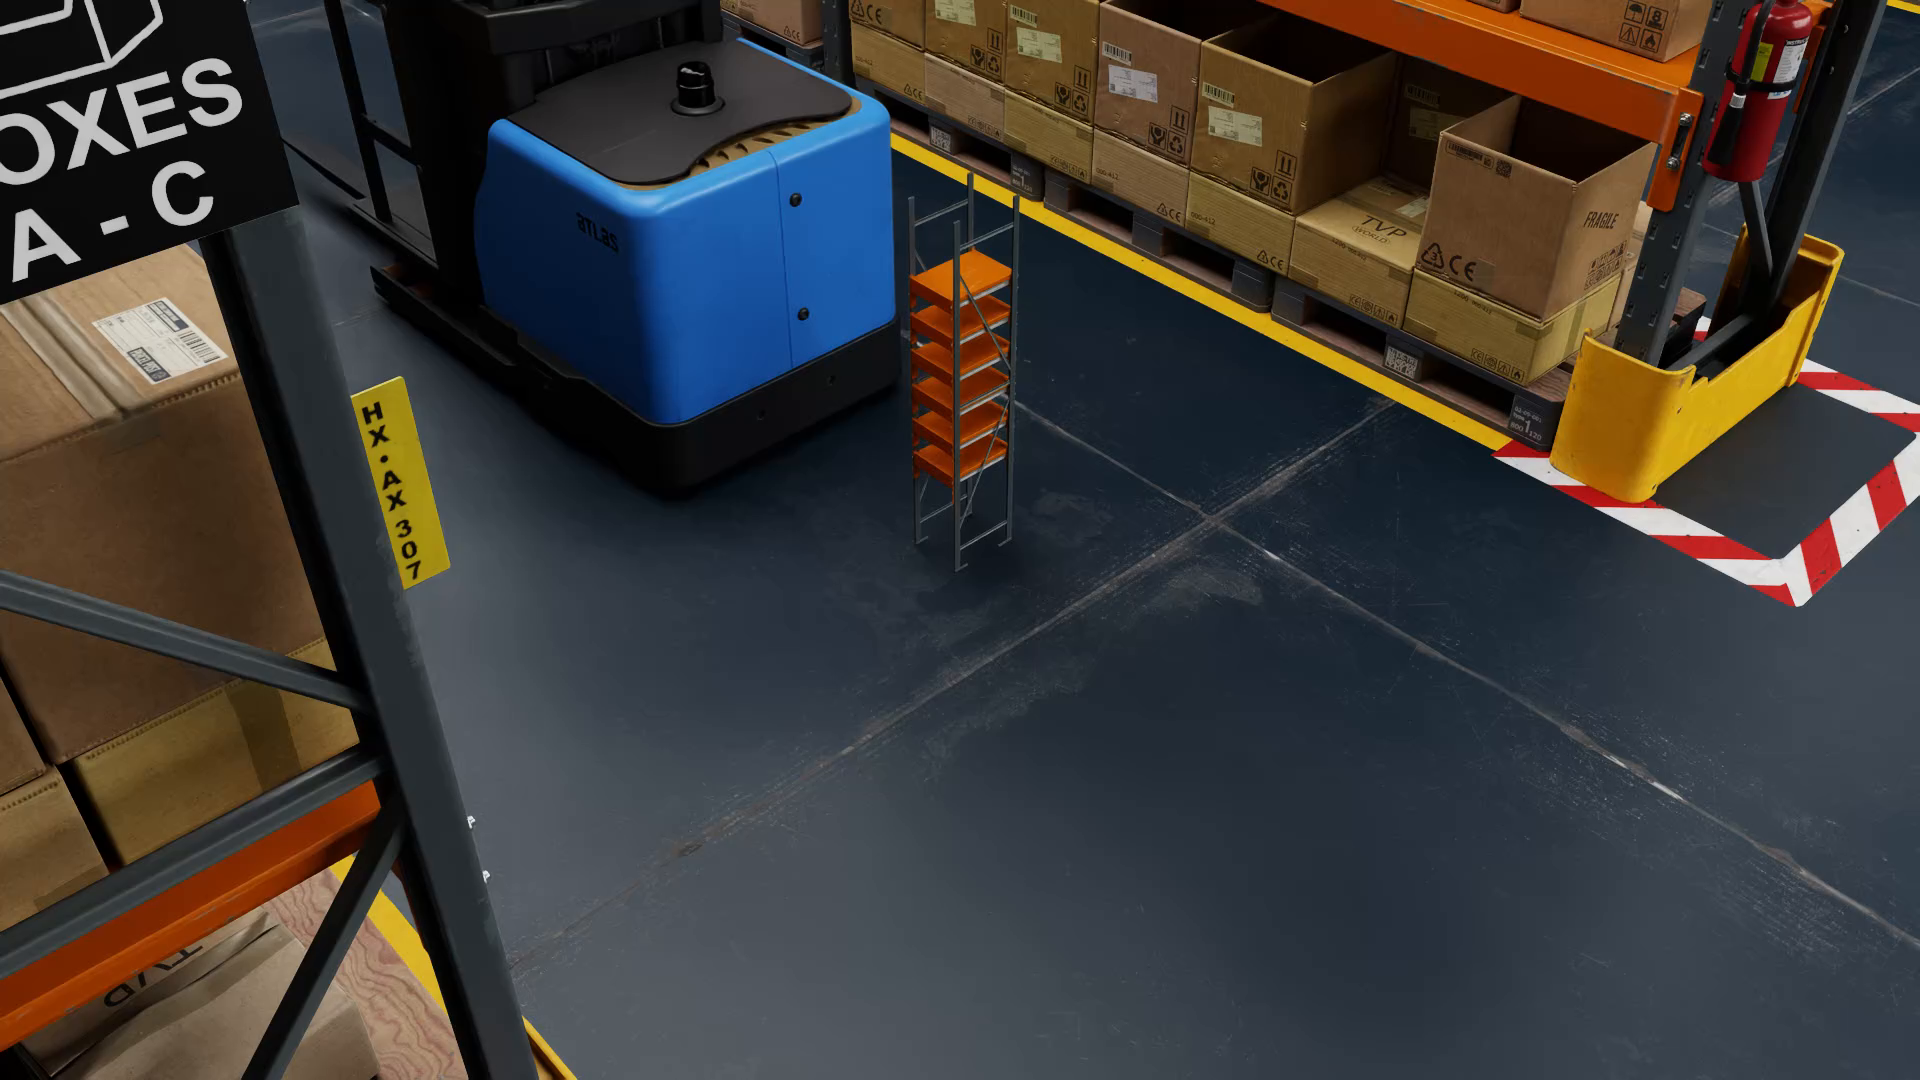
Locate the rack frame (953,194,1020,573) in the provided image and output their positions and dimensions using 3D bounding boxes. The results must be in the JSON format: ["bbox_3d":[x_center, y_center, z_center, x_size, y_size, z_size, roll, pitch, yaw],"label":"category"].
[{"bbox_3d":[0.072,-0.418,4.812,0.240,1.200,0.006,-30,48,-32],"label":"rack frame"}]

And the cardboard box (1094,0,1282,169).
[{"bbox_3d":[0.873,-1.802,6.352,0.500,0.500,0.500,-30,48,-32],"label":"cardboard box"}]

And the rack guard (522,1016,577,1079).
[{"bbox_3d":[-1.219,1.437,3.073,1.175,0.500,0.348,-30,48,-32],"label":"rack guard"}]

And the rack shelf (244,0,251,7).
[{"bbox_3d":[-2.520,-1.313,2.673,1.077,0.370,4.000,-30,48,-32],"label":"rack shelf"}]

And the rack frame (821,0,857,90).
[{"bbox_3d":[-0.227,-3.458,7.144,1.000,3.000,0.127,-30,48,-32],"label":"rack frame"}]

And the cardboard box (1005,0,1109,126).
[{"bbox_3d":[0.533,-2.033,6.637,0.500,0.500,0.500,-30,48,-32],"label":"cardboard box"}]

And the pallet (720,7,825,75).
[{"bbox_3d":[-0.754,-2.698,8.422,1.003,0.211,1.213,-30,48,-32],"label":"pallet"}]

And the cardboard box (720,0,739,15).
[{"bbox_3d":[-1.061,-2.855,8.252,0.500,0.250,0.500,-31,48,-32],"label":"cardboard box"}]

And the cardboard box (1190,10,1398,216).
[{"bbox_3d":[1.210,-1.571,6.065,0.500,0.500,0.500,-30,48,-32],"label":"cardboard box"}]

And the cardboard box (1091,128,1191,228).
[{"bbox_3d":[0.875,-1.512,6.589,0.500,0.250,0.500,-30,48,-32],"label":"cardboard box"}]

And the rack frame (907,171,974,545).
[{"bbox_3d":[-0.052,-0.502,4.917,0.240,1.200,0.006,-30,48,-32],"label":"rack frame"}]

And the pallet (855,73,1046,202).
[{"bbox_3d":[0.280,-1.987,7.543,1.003,0.211,1.213,-30,48,-32],"label":"pallet"}]

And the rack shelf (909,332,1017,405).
[{"bbox_3d":[0.010,-0.519,4.817,0.258,0.103,0.180,-30,48,-32],"label":"rack shelf"}]

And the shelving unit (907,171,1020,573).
[{"bbox_3d":[0.010,-0.460,4.865,0.258,1.200,0.189,-30,48,-32],"label":"shelving unit"}]

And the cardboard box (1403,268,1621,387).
[{"bbox_3d":[1.898,-0.823,5.736,0.500,0.250,0.500,-30,48,-32],"label":"cardboard box"}]

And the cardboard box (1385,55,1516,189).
[{"bbox_3d":[1.940,-1.566,6.058,0.500,0.500,0.500,-30,48,-32],"label":"cardboard box"}]

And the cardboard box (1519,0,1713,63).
[{"bbox_3d":[2.172,-1.867,5.095,0.700,0.500,0.500,-30,48,-32],"label":"cardboard box"}]

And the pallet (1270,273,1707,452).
[{"bbox_3d":[1.931,-0.858,6.144,1.003,0.211,1.213,-30,48,-32],"label":"pallet"}]

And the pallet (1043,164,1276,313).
[{"bbox_3d":[1.110,-1.423,6.843,1.003,0.211,1.213,-30,48,-32],"label":"pallet"}]

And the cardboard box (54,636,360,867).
[{"bbox_3d":[-1.264,0.190,2.731,0.500,0.250,0.500,-31,48,-33],"label":"cardboard box"}]

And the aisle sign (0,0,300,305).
[{"bbox_3d":[-0.898,-0.606,1.543,0.394,0.787,0.004,-30,48,-32],"label":"aisle sign"}]

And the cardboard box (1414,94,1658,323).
[{"bbox_3d":[1.897,-1.114,5.499,0.500,0.500,0.500,-30,48,-32],"label":"cardboard box"}]

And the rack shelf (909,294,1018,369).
[{"bbox_3d":[0.010,-0.612,4.742,0.258,0.103,0.180,-30,48,-32],"label":"rack shelf"}]

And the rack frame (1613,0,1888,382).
[{"bbox_3d":[2.479,-1.607,4.852,1.000,3.000,0.127,-30,48,-32],"label":"rack frame"}]

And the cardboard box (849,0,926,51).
[{"bbox_3d":[-0.144,-2.496,7.210,0.500,0.500,0.500,-30,48,-32],"label":"cardboard box"}]

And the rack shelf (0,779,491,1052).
[{"bbox_3d":[-2.520,-0.146,3.616,1.077,0.370,4.000,-30,48,-32],"label":"rack shelf"}]

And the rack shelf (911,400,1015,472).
[{"bbox_3d":[0.010,-0.332,4.968,0.258,0.103,0.180,-30,48,-32],"label":"rack shelf"}]

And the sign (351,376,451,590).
[{"bbox_3d":[-0.768,-0.067,2.257,0.100,0.325,0.005,-30,48,-32],"label":"sign"}]

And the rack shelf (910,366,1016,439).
[{"bbox_3d":[0.010,-0.426,4.893,0.258,0.103,0.180,-30,48,-32],"label":"rack shelf"}]

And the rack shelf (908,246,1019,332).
[{"bbox_3d":[0.010,-0.706,4.666,0.258,0.103,0.180,-30,48,-32],"label":"rack shelf"}]

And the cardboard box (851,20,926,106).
[{"bbox_3d":[-0.136,-2.208,7.451,0.500,0.250,0.500,-30,48,-32],"label":"cardboard box"}]

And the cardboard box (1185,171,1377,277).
[{"bbox_3d":[1.212,-1.280,6.302,0.500,0.250,0.500,-30,48,-32],"label":"cardboard box"}]

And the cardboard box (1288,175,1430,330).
[{"bbox_3d":[1.551,-1.049,6.016,0.500,0.250,0.500,-30,48,-32],"label":"cardboard box"}]

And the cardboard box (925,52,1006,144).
[{"bbox_3d":[0.198,-1.975,7.162,0.500,0.250,0.500,-30,48,-32],"label":"cardboard box"}]

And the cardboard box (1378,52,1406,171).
[{"bbox_3d":[1.593,-1.791,6.338,0.500,0.500,0.500,-30,48,-32],"label":"cardboard box"}]

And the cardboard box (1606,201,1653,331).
[{"bbox_3d":[2.280,-1.043,6.009,0.500,0.250,0.500,-30,48,-32],"label":"cardboard box"}]

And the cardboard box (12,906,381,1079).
[{"bbox_3d":[-1.569,1.016,3.394,0.500,0.311,0.500,29,47,31],"label":"cardboard box"}]

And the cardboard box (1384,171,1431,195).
[{"bbox_3d":[1.939,-1.273,6.293,0.500,0.250,0.500,-30,48,-32],"label":"cardboard box"}]

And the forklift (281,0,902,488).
[{"bbox_3d":[-1.585,-2.139,5.566,1.130,2.935,3.031,-31,48,-32],"label":"forklift"}]

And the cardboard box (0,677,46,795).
[{"bbox_3d":[-1.643,0.131,2.207,0.500,0.500,0.500,-31,48,-32],"label":"cardboard box"}]

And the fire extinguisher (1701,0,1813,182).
[{"bbox_3d":[2.217,-1.325,4.564,0.296,0.674,0.183,-30,48,-32],"label":"fire extinguisher"}]

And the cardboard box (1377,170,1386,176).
[{"bbox_3d":[1.601,-1.505,6.580,0.500,0.250,0.500,-30,48,-32],"label":"cardboard box"}]

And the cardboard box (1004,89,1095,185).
[{"bbox_3d":[0.533,-1.741,6.873,0.500,0.250,0.500,-30,48,-32],"label":"cardboard box"}]

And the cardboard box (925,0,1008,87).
[{"bbox_3d":[0.200,-2.268,6.928,0.500,0.500,0.500,-30,48,-32],"label":"cardboard box"}]

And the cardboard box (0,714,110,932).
[{"bbox_3d":[-1.626,0.417,2.450,0.500,0.250,0.500,-29,47,-31],"label":"cardboard box"}]

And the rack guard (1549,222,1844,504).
[{"bbox_3d":[2.495,-0.623,5.624,1.175,0.500,0.348,-30,48,-32],"label":"rack guard"}]

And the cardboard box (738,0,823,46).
[{"bbox_3d":[-0.721,-2.620,7.961,0.500,0.250,0.500,-30,48,-32],"label":"cardboard box"}]

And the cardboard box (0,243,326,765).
[{"bbox_3d":[-1.269,-0.090,2.481,0.500,0.500,0.500,-30,48,-32],"label":"cardboard box"}]

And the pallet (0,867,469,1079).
[{"bbox_3d":[-1.742,1.159,3.647,1.003,0.211,1.213,-30,48,-32],"label":"pallet"}]

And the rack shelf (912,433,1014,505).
[{"bbox_3d":[0.010,-0.239,5.043,0.258,0.103,0.180,-30,48,-32],"label":"rack shelf"}]

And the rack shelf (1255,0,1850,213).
[{"bbox_3d":[1.126,-2.253,6.224,1.077,0.370,4.000,-30,48,-32],"label":"rack shelf"}]

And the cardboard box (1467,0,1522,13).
[{"bbox_3d":[1.814,-2.108,5.393,0.700,0.500,0.500,-29,47,-31],"label":"cardboard box"}]
